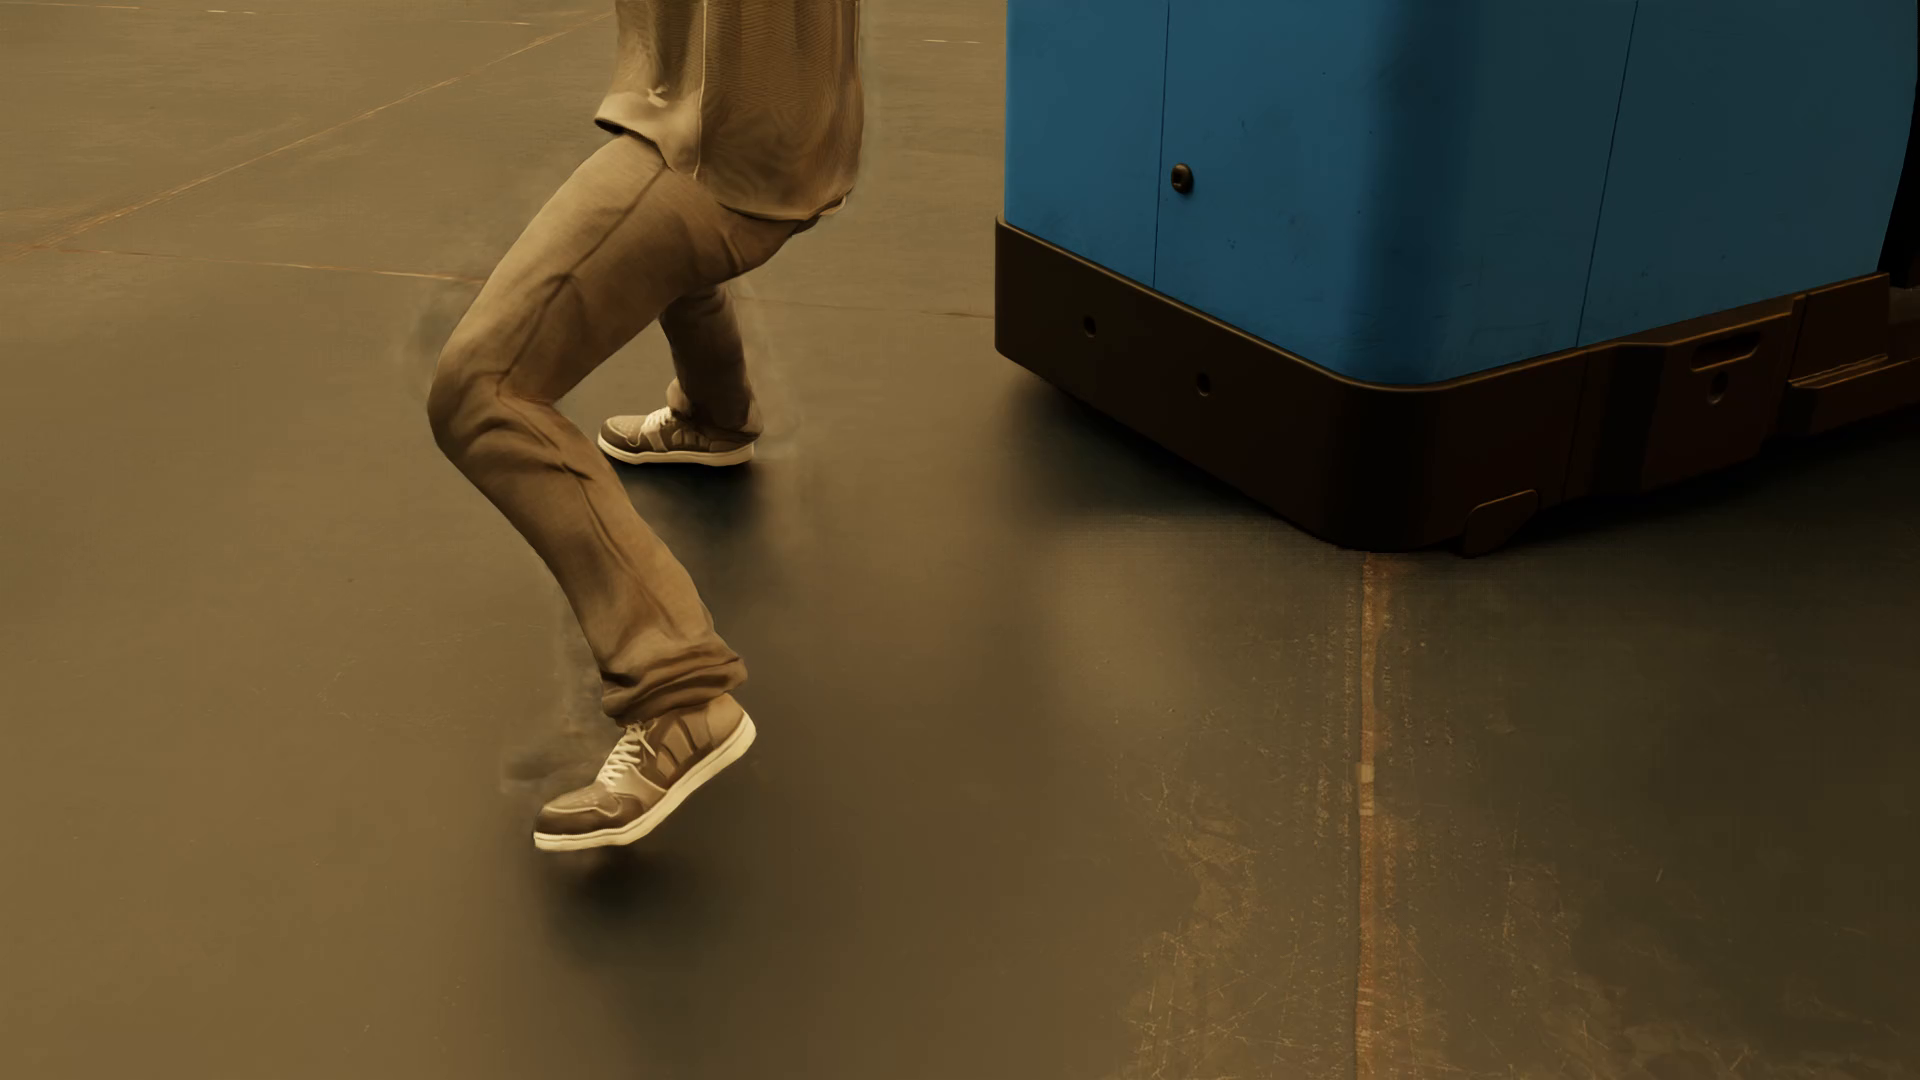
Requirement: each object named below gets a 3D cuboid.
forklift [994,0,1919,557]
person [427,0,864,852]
[{"bbox_3d":[1.595,-1.760,2.735,3.031,2.935,1.130,-15,30,-27],"label":"forklift"},{"bbox_3d":[-0.432,-0.501,1.974,0.648,1.366,1.126,7,28,14],"label":"person"}]
